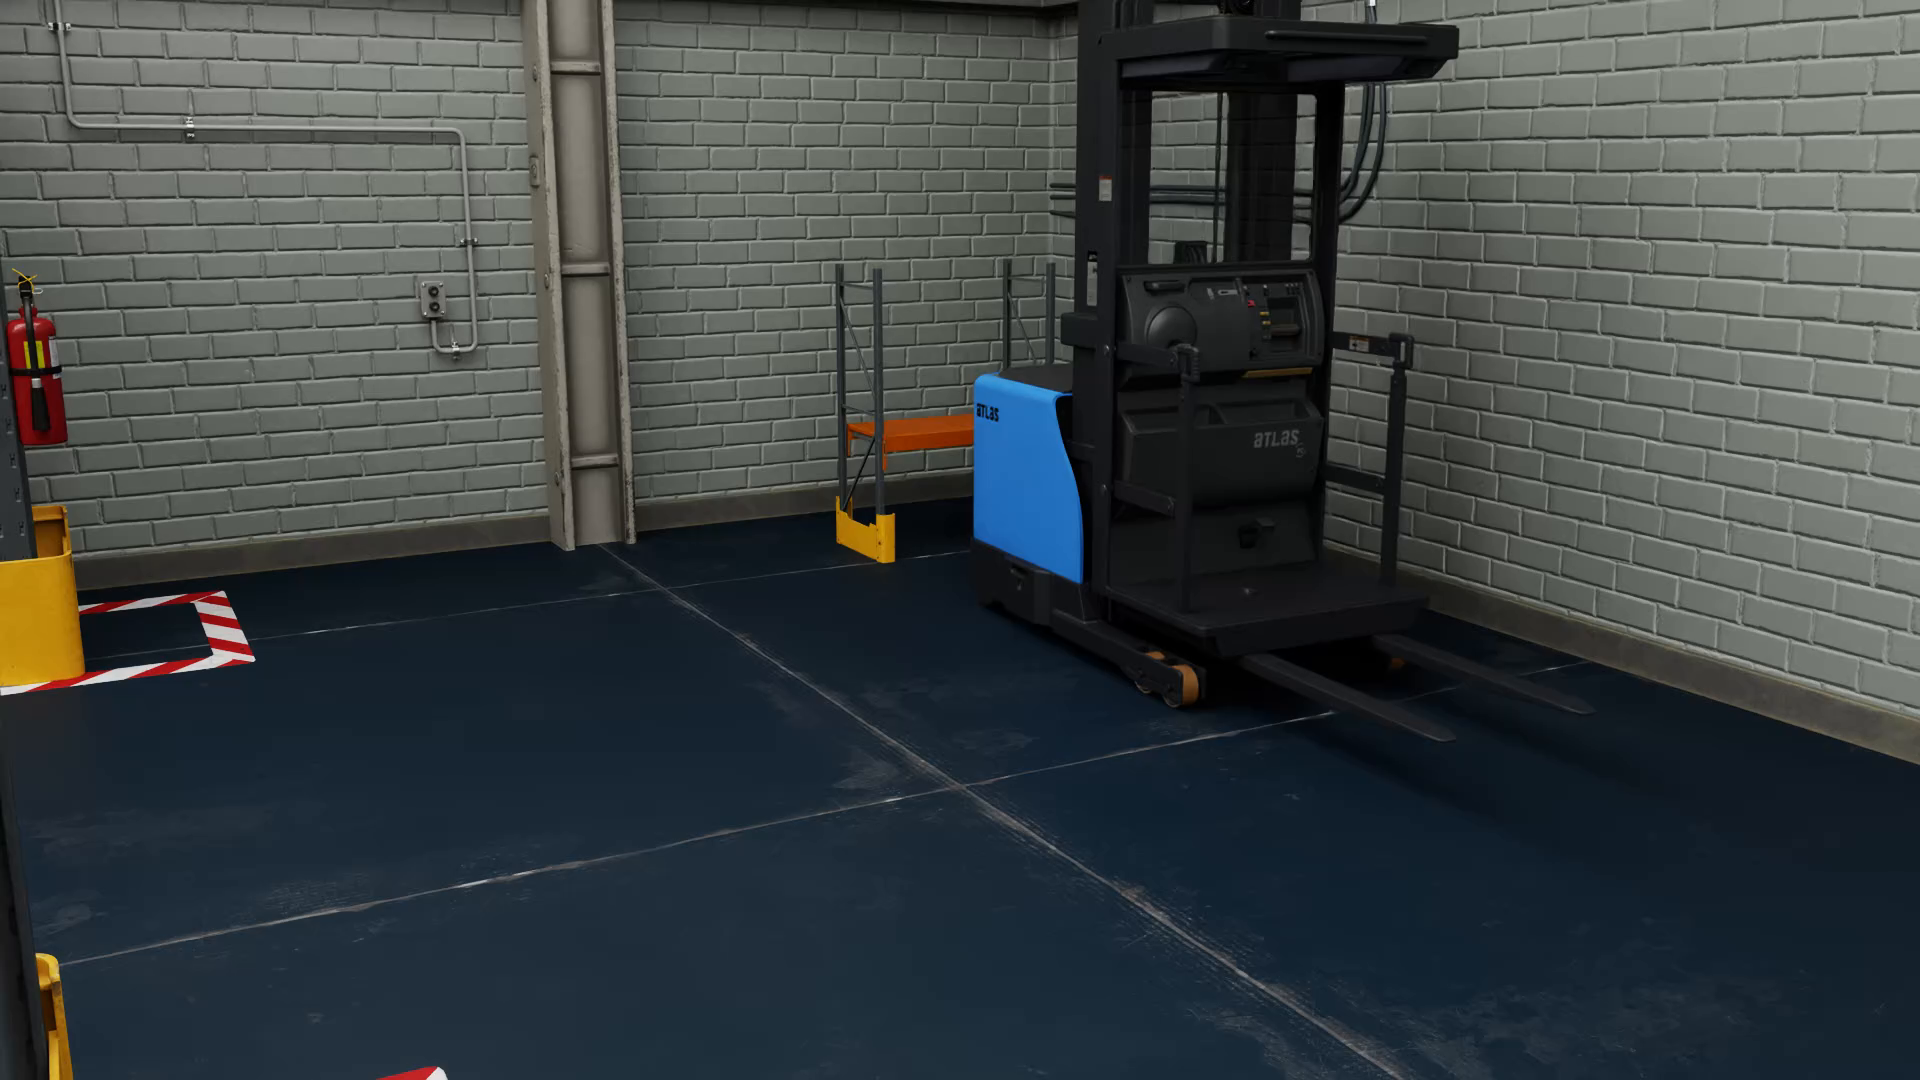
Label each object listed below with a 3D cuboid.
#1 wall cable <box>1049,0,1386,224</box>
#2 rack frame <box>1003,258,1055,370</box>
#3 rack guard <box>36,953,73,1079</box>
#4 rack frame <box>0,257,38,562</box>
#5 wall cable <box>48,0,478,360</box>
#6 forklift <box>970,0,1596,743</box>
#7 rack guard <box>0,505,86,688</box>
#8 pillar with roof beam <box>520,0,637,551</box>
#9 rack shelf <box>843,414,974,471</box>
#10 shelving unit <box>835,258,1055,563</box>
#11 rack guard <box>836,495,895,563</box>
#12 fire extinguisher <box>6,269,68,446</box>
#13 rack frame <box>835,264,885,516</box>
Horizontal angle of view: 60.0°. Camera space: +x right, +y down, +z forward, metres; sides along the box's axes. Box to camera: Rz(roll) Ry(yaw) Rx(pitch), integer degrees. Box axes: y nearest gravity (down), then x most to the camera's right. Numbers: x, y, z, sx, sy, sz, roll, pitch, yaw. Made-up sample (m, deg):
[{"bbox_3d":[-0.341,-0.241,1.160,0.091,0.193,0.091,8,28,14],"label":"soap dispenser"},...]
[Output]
[{"bbox_3d":[1.178,-2.943,8.765,0.112,2.526,3.097,-7,14,-28],"label":"wall cable"},{"bbox_3d":[0.371,-0.776,9.142,0.032,1.500,0.500,-7,14,-28],"label":"rack frame"},{"bbox_3d":[-1.647,1.176,2.744,0.348,0.500,1.175,-7,14,-28],"label":"rack guard"},{"bbox_3d":[-3.957,-1.005,6.745,0.127,3.000,1.000,-7,14,-28],"label":"rack frame"},{"bbox_3d":[-3.287,-1.818,8.042,1.851,1.984,0.084,-7,14,-28],"label":"wall cable"},{"bbox_3d":[1.154,-0.905,6.454,1.130,2.935,3.031,-6,14,-26],"label":"forklift"},{"bbox_3d":[-3.936,0.212,7.031,0.348,0.500,1.175,-7,14,-28],"label":"rack guard"},{"bbox_3d":[0.061,-3.553,4.403,0.400,9.000,9.100,-7,14,-28],"label":"pillar with roof beam"},{"bbox_3d":[-0.075,-0.547,8.944,1.000,0.185,0.538,-7,14,-28],"label":"rack shelf"},{"bbox_3d":[-0.067,-0.724,8.909,1.083,1.500,0.587,-7,14,-28],"label":"shelving unit"},{"bbox_3d":[-0.504,-0.062,8.813,0.087,0.250,0.587,-7,14,-28],"label":"rack guard"},{"bbox_3d":[-3.604,-0.713,6.470,0.183,0.674,0.296,-7,14,-28],"label":"fire extinguisher"},{"bbox_3d":[-0.521,-0.669,8.667,0.032,1.500,0.500,-7,14,-28],"label":"rack frame"}]
